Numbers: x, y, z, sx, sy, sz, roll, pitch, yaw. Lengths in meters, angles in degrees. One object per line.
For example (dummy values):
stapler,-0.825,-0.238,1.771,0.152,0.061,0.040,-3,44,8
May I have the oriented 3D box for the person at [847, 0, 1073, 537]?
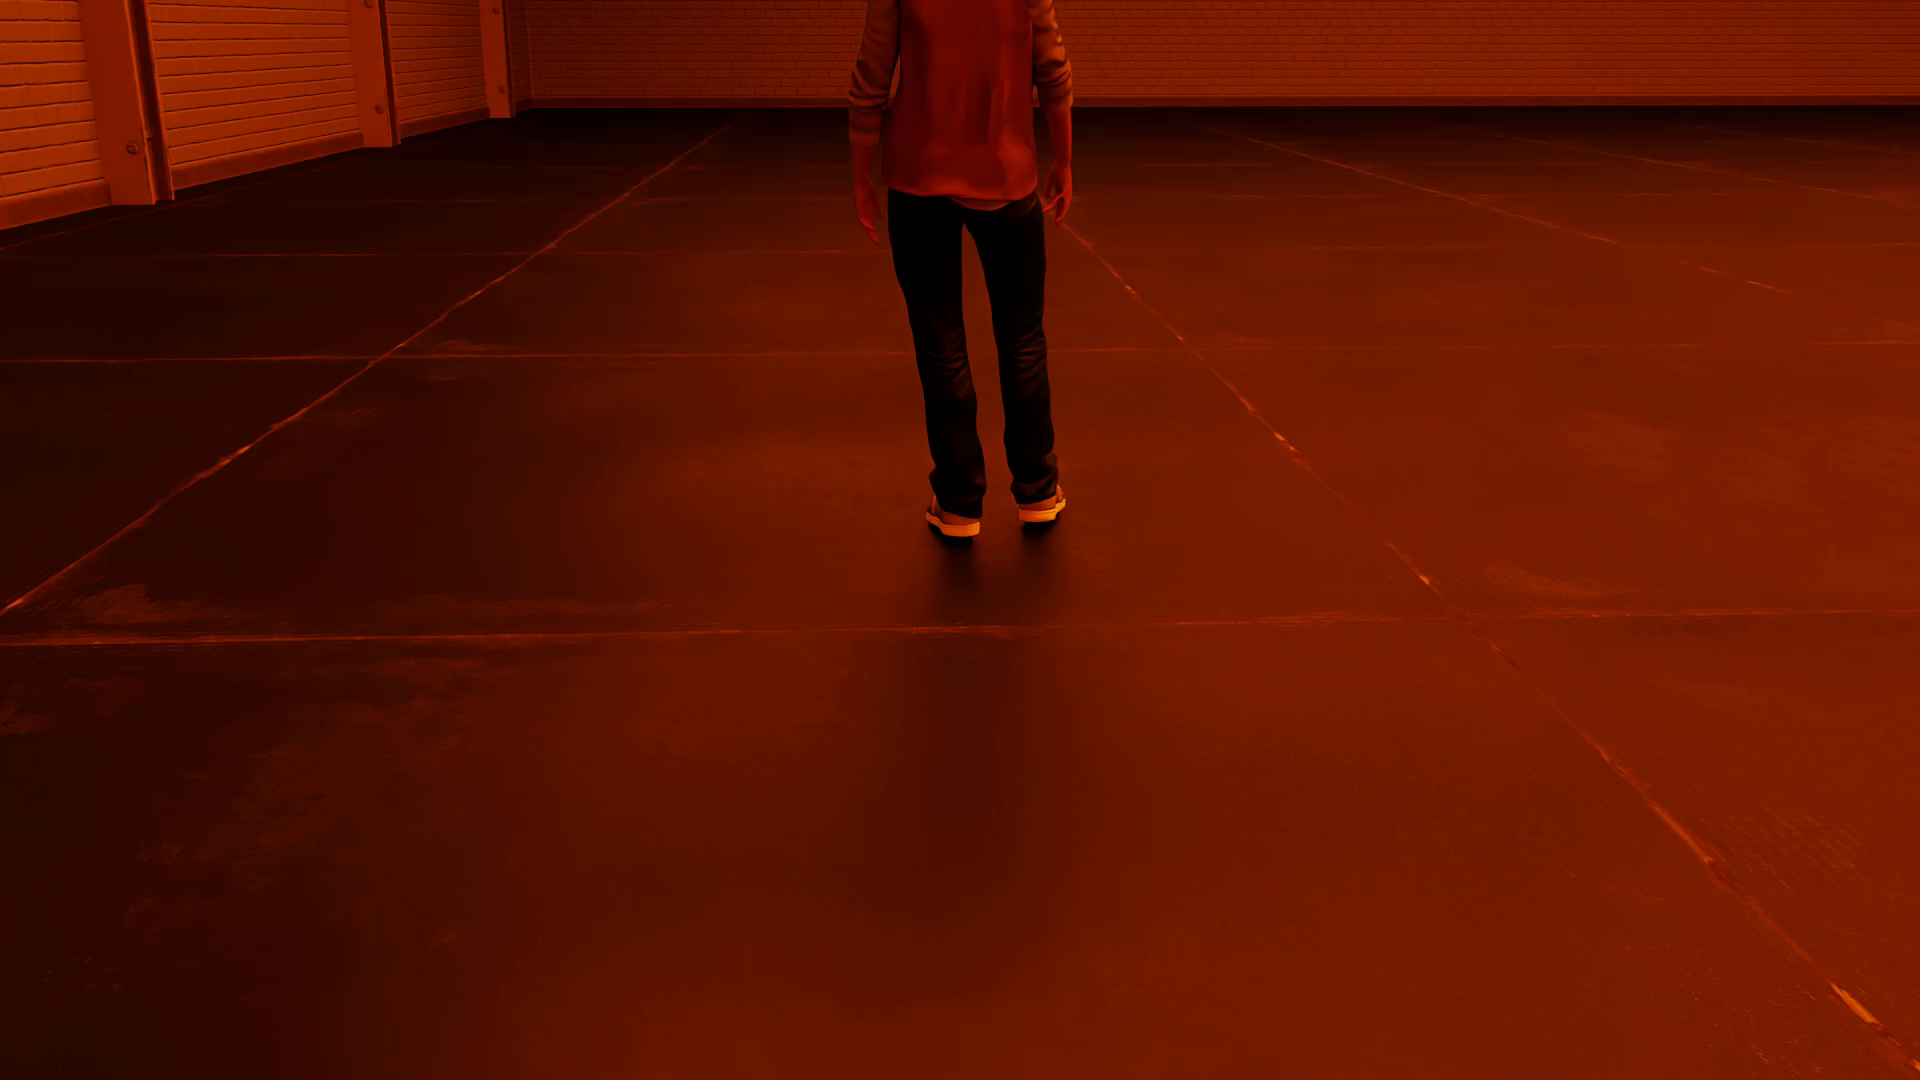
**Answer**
person,0.011,-0.792,3.753,0.520,1.597,0.476,-1,17,-3
